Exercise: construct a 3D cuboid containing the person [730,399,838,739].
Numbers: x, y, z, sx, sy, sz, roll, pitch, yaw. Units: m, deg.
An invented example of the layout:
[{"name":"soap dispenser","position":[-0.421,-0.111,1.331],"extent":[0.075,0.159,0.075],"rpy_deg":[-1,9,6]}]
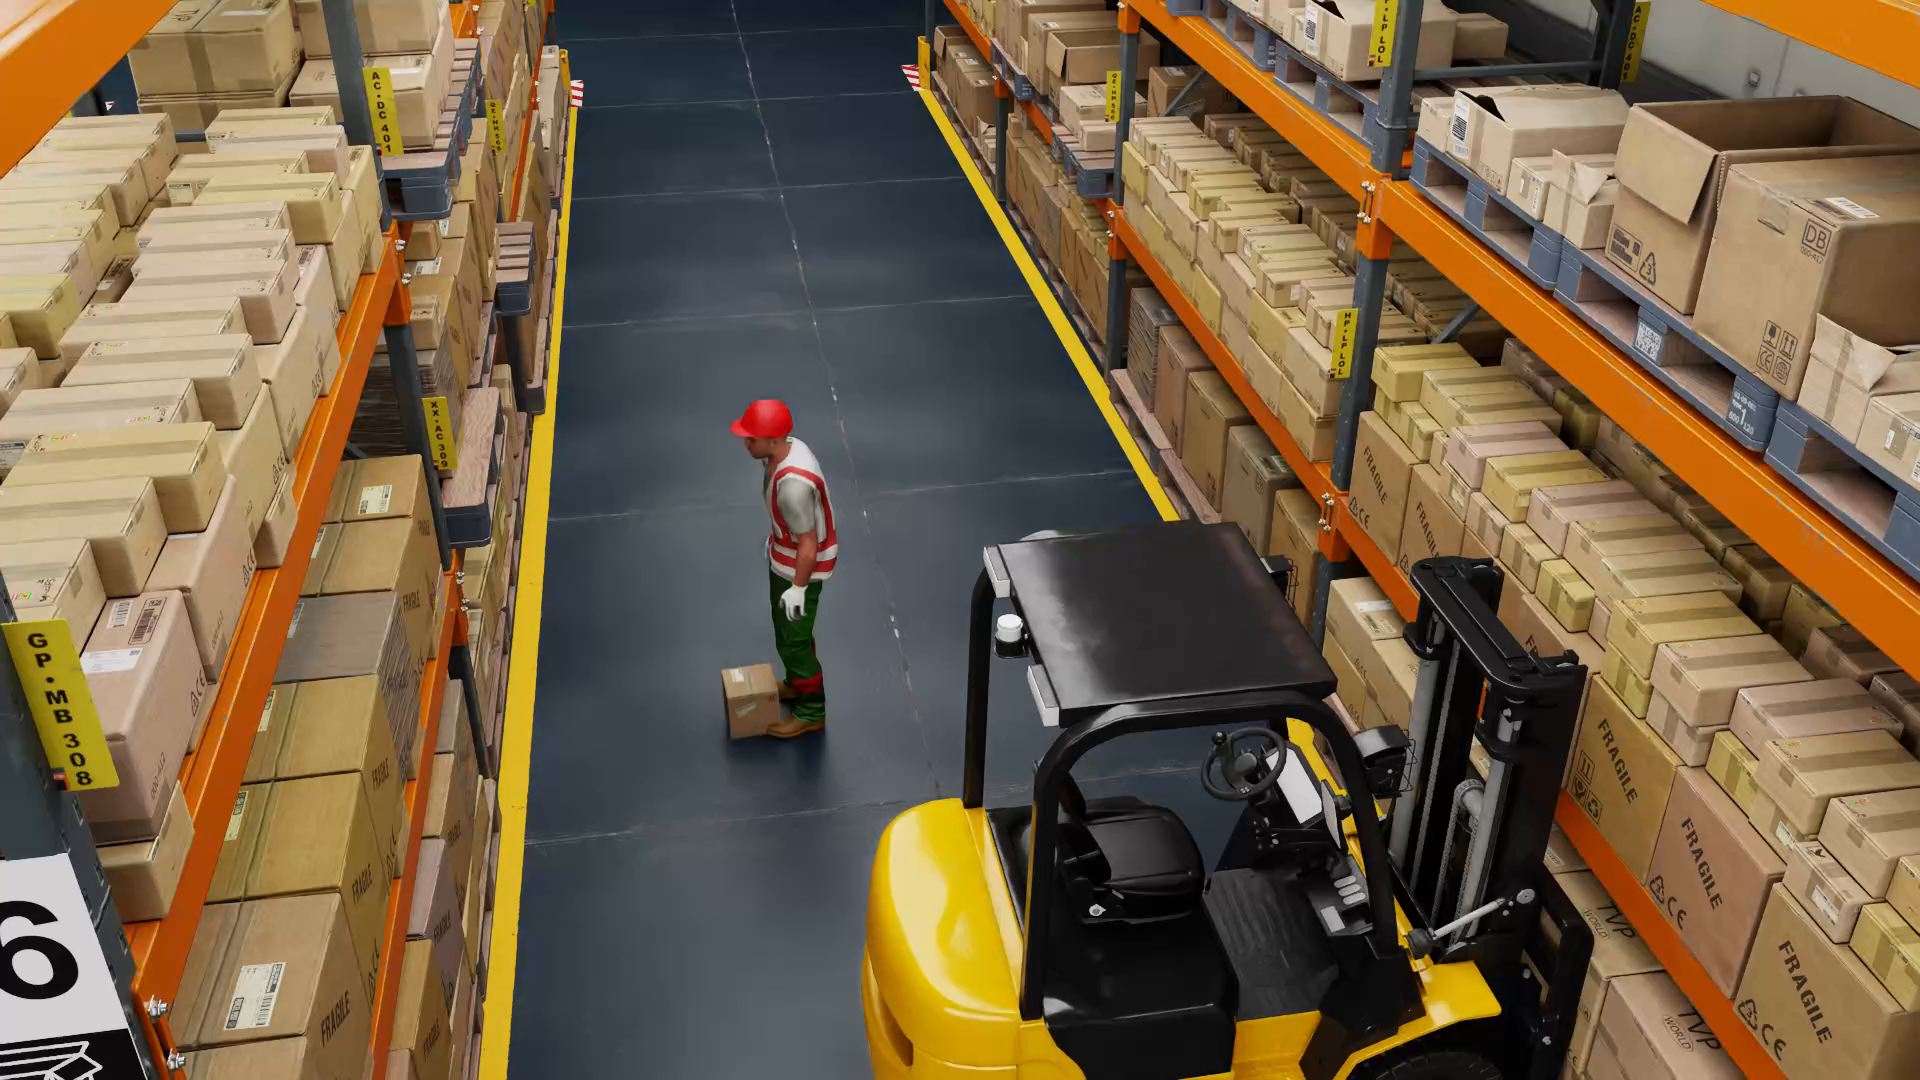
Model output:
[{"name":"person","position":[-0.816,0.123,7.917],"extent":[0.453,1.777,0.604],"rpy_deg":[-7,31,-11]}]
